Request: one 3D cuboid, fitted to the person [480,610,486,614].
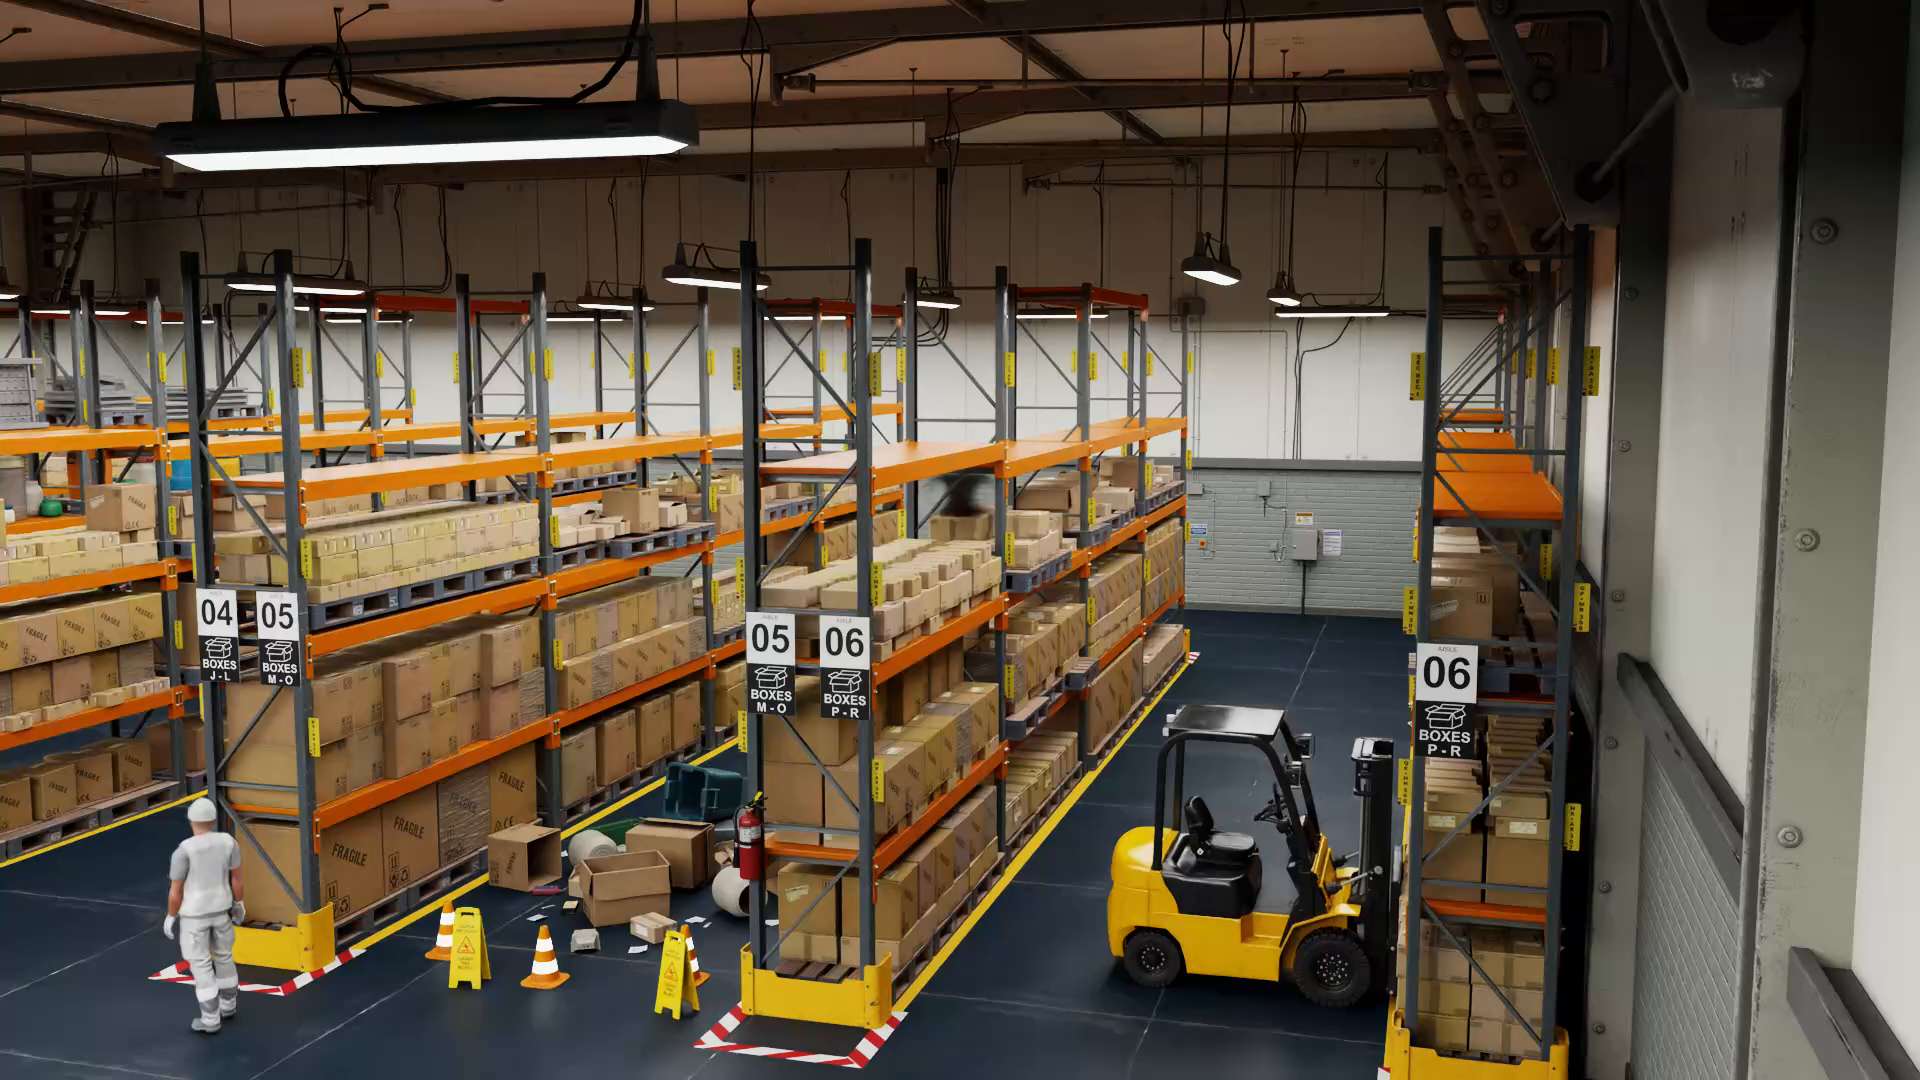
[{"bbox_3d":[-6.727,1.736,23.404,0.658,1.588,1.088,2,7,17],"label":"person"}]

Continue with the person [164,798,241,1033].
[{"bbox_3d":[-5.817,2.852,12.744,0.454,1.807,0.610,3,7,24],"label":"person"}]
